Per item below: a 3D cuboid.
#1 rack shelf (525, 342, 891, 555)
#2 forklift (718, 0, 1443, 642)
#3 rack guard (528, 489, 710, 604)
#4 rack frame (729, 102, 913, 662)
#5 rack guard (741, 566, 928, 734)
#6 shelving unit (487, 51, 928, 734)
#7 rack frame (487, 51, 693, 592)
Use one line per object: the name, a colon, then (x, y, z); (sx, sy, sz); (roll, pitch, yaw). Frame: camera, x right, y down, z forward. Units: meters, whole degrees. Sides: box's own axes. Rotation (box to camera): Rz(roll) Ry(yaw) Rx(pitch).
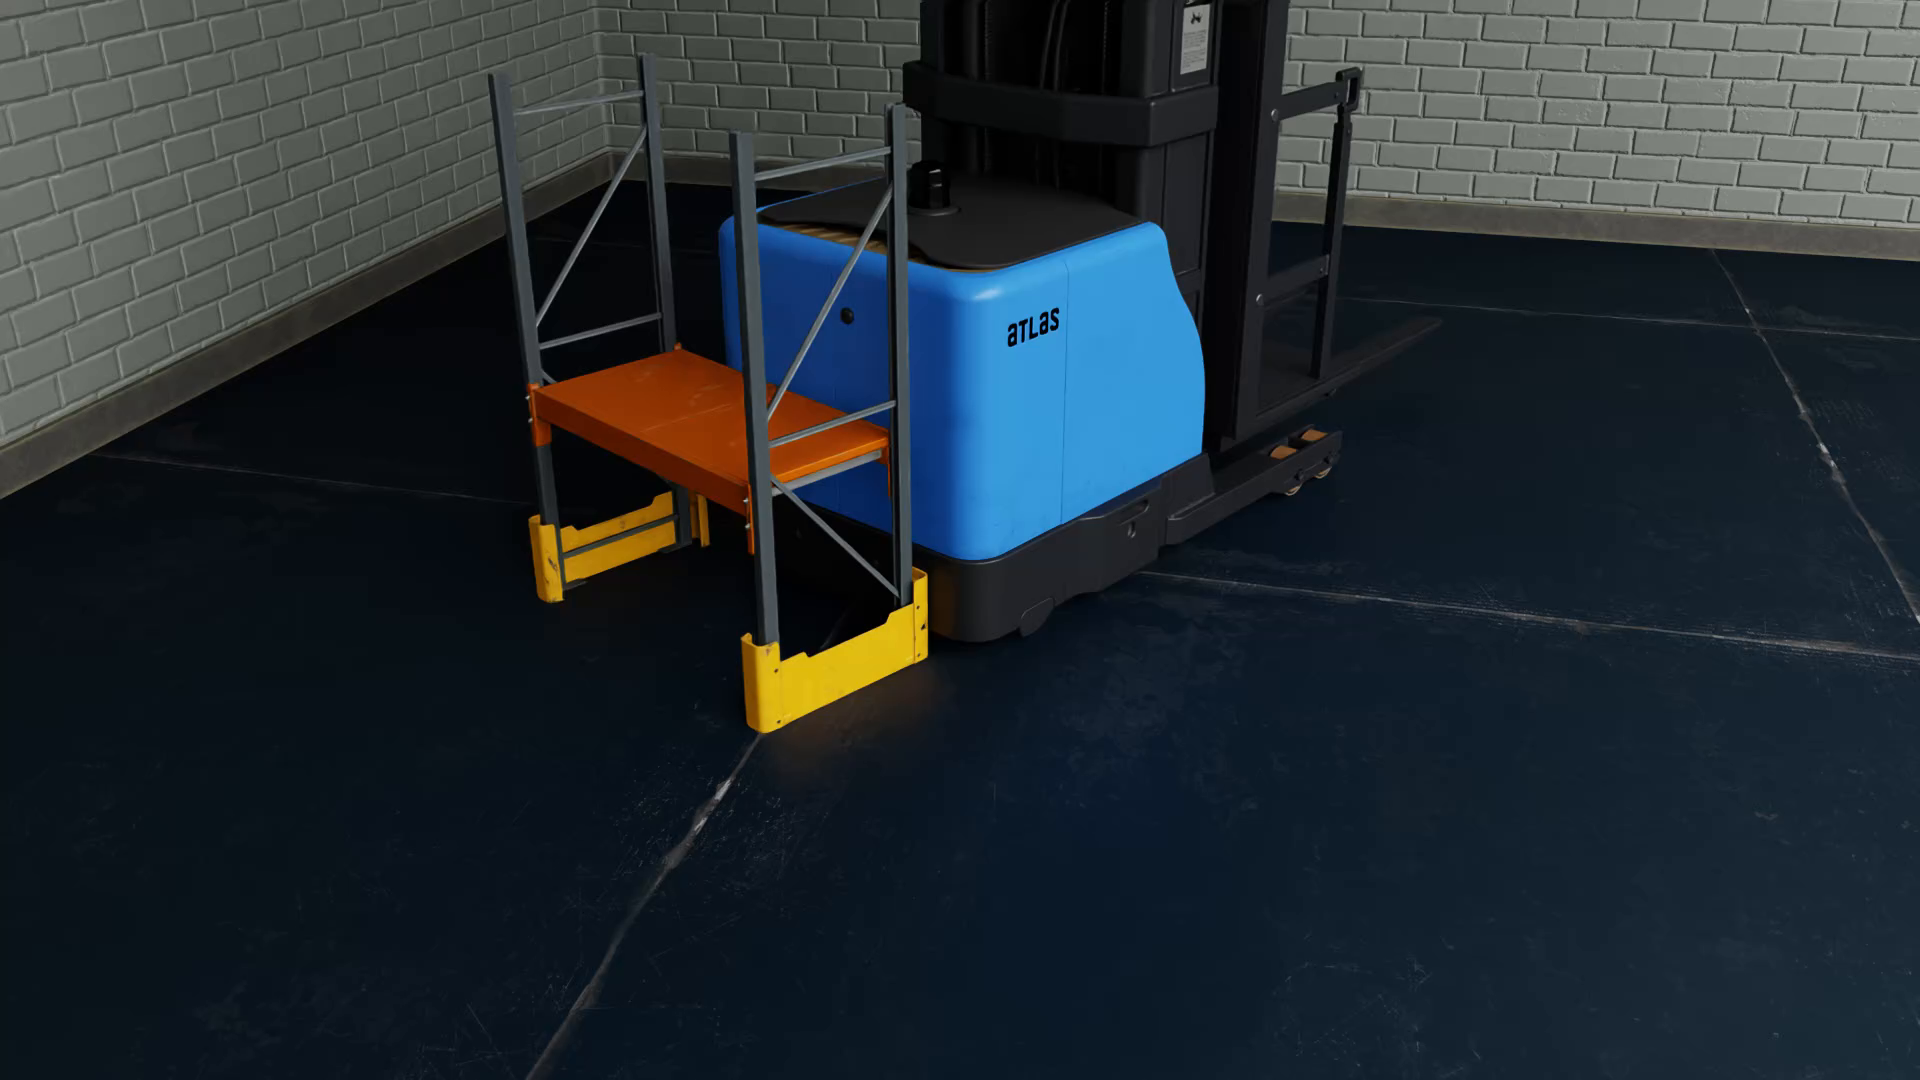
rack shelf: (-0.673, -0.276, 4.504); (0.538, 0.185, 1.000); (-23, 34, -39)
forklift: (0.654, -1.599, 5.198); (1.130, 2.935, 3.031); (21, 32, 37)
rack guard: (-1.015, -0.024, 5.010); (0.587, 0.250, 0.087); (-23, 34, -39)
rack frame: (-0.317, -0.283, 4.099); (0.500, 1.500, 0.032); (-23, 34, -39)
rack guard: (-0.318, 0.281, 4.369); (0.587, 0.250, 0.087); (-23, 34, -39)
shelving unit: (-0.666, -0.436, 4.421); (0.587, 1.500, 1.083); (-23, 34, -39)
rack frame: (-1.029, -0.595, 4.754); (0.500, 1.500, 0.032); (-23, 34, -39)
